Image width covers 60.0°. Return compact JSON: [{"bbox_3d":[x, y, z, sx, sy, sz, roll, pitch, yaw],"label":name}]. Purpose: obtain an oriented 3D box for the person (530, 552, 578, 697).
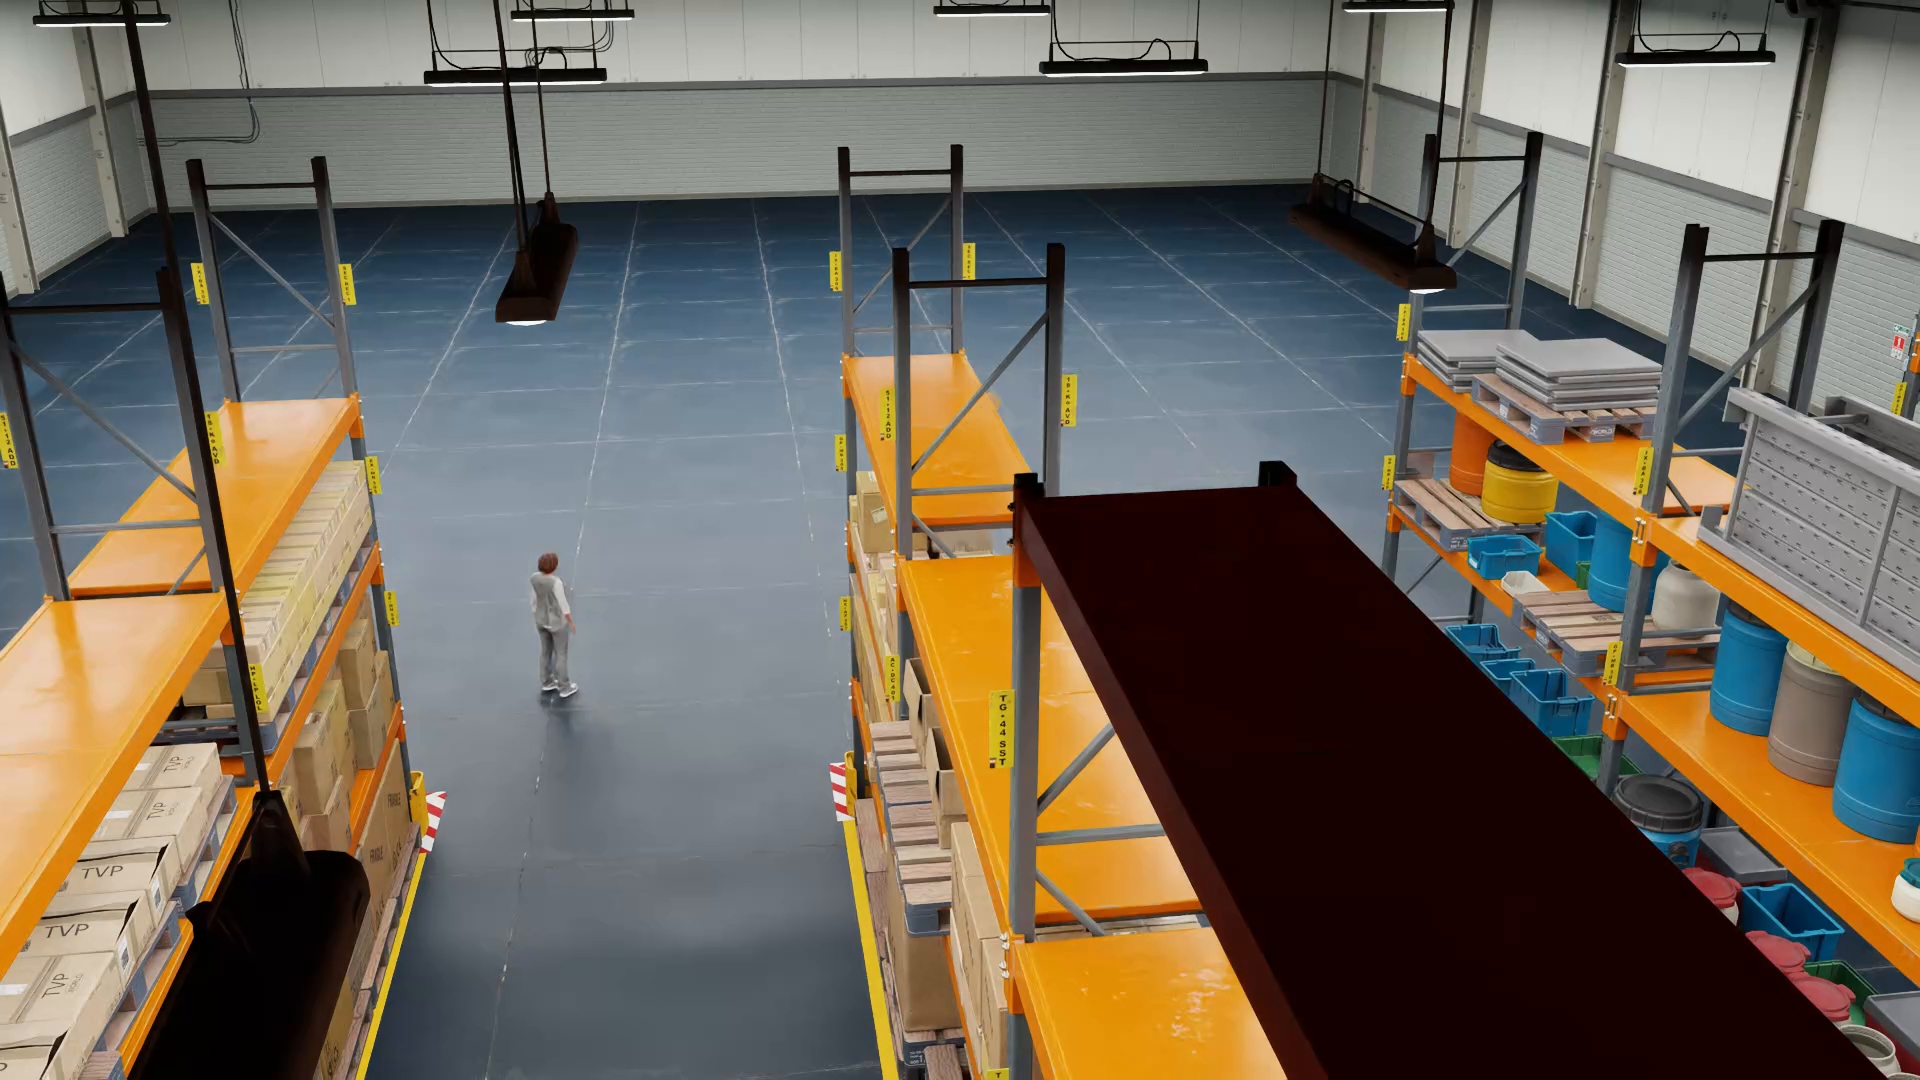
[{"bbox_3d":[-4.220,0.865,17.290,0.445,1.615,0.351,12,25,28],"label":"person"}]
